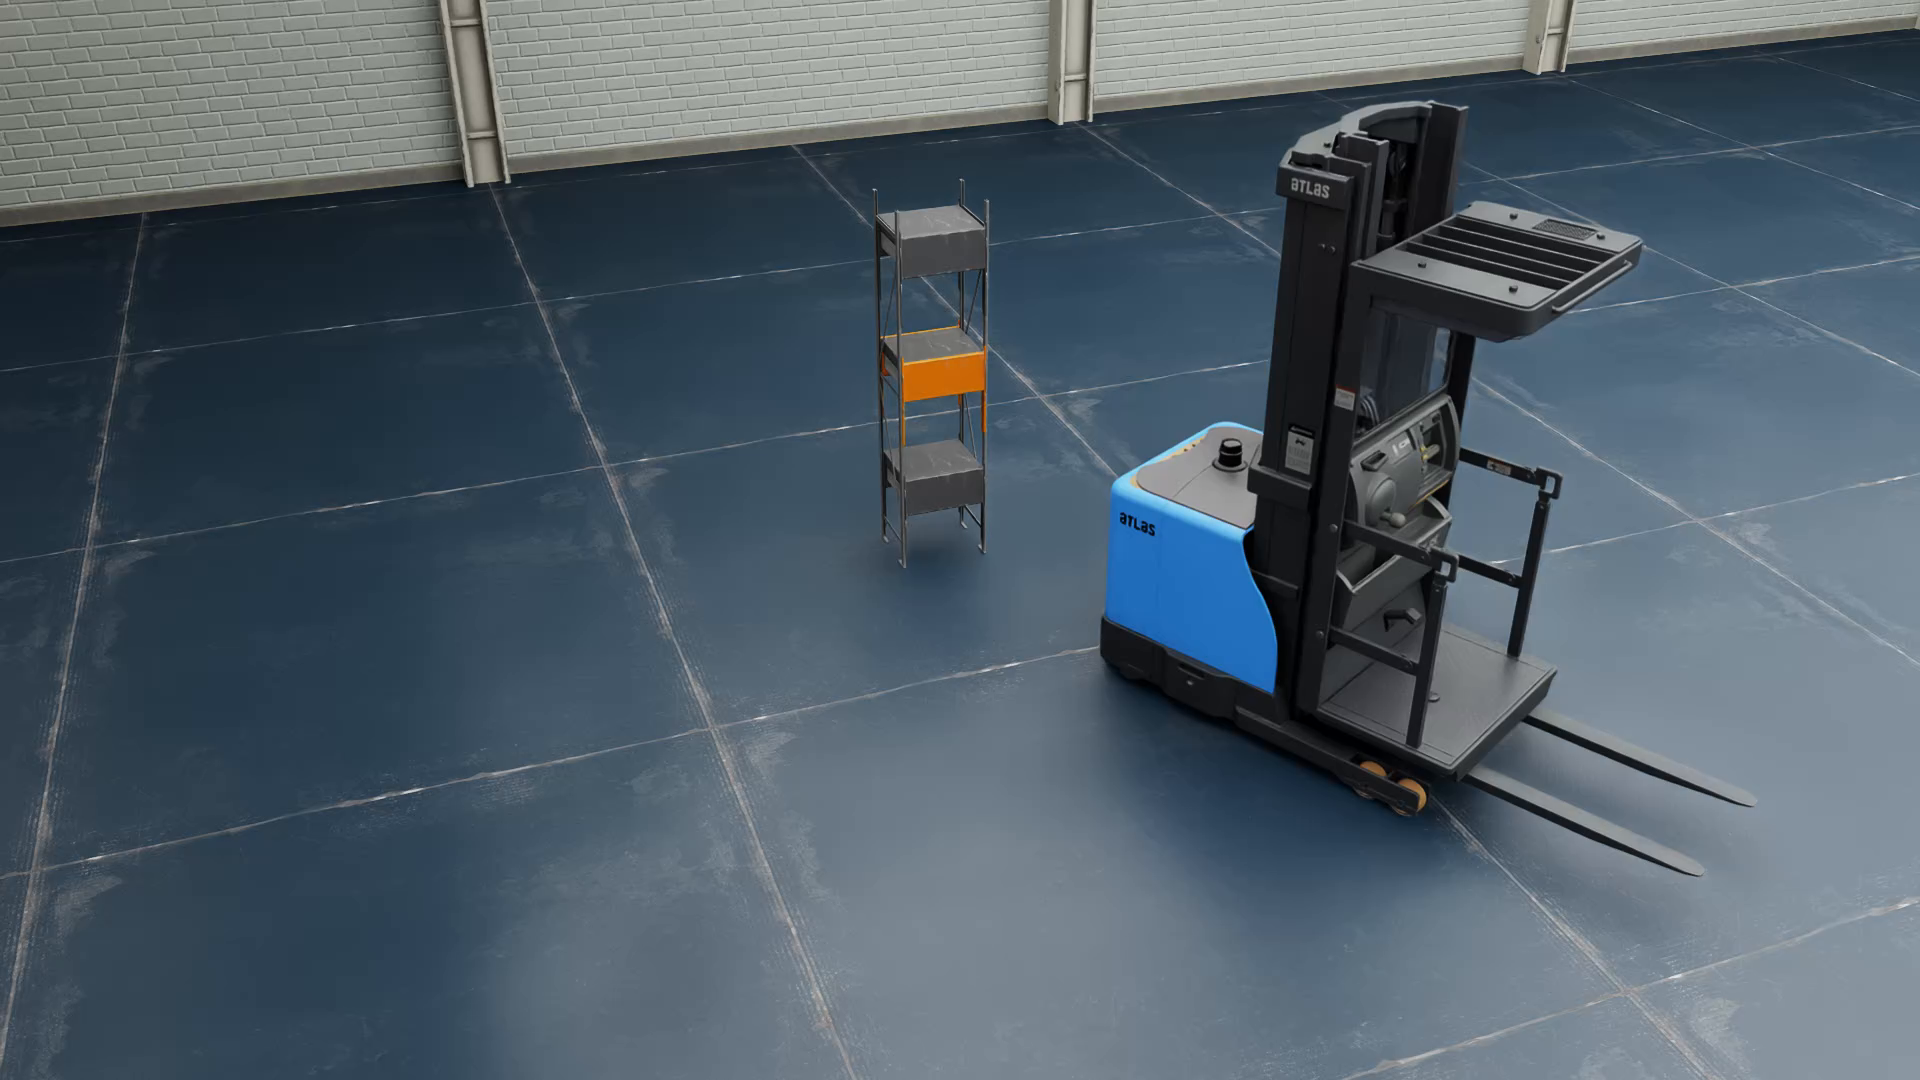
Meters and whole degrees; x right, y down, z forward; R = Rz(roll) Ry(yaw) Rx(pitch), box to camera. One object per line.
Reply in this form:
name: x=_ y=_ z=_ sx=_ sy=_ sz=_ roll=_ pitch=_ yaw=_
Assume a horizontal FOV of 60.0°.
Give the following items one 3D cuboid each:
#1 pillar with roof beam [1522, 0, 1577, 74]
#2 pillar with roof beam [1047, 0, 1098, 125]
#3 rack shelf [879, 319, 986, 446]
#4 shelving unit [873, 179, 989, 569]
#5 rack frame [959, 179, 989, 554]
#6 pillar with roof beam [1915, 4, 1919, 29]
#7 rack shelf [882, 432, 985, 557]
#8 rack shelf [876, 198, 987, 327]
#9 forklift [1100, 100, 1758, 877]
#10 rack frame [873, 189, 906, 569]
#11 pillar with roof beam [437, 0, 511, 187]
pillar with roof beam: x=8.282 y=-7.384 z=13.620 sx=0.400 sy=9.000 sz=9.100 roll=-10 pitch=31 yaw=-18
pillar with roof beam: x=2.659 y=-6.348 z=11.802 sx=0.400 sy=9.000 sz=9.100 roll=-10 pitch=31 yaw=-18
rack shelf: x=-0.155 y=-0.872 z=9.187 sx=0.480 sy=0.518 sz=0.431 roll=-10 pitch=31 yaw=-18
shelving unit: x=-0.155 y=-0.884 z=9.180 sx=0.503 sy=2.100 sz=0.431 roll=-10 pitch=31 yaw=-18
rack frame: x=0.074 y=-0.926 z=9.254 sx=0.015 sy=2.100 sz=0.400 roll=-10 pitch=31 yaw=-18
pillar with roof beam: x=13.906 y=-8.420 z=15.438 sx=0.400 sy=9.000 sz=9.100 roll=-10 pitch=31 yaw=-18
rack shelf: x=-0.155 y=-0.264 z=9.533 sx=0.480 sy=0.518 sz=0.431 roll=-10 pitch=31 yaw=-18
rack shelf: x=-0.155 y=-1.480 z=8.840 sx=0.480 sy=0.518 sz=0.431 roll=-10 pitch=31 yaw=-18
forklift: x=2.154 y=-0.314 z=7.341 sx=3.031 sy=2.935 sz=1.130 roll=24 pitch=37 yaw=36
rack frame: x=-0.384 y=-0.842 z=9.106 sx=0.015 sy=2.100 sz=0.400 roll=-10 pitch=31 yaw=-18
pillar with roof beam: x=-2.965 y=-5.313 z=9.985 sx=0.400 sy=9.000 sz=9.100 roll=-10 pitch=31 yaw=-18
